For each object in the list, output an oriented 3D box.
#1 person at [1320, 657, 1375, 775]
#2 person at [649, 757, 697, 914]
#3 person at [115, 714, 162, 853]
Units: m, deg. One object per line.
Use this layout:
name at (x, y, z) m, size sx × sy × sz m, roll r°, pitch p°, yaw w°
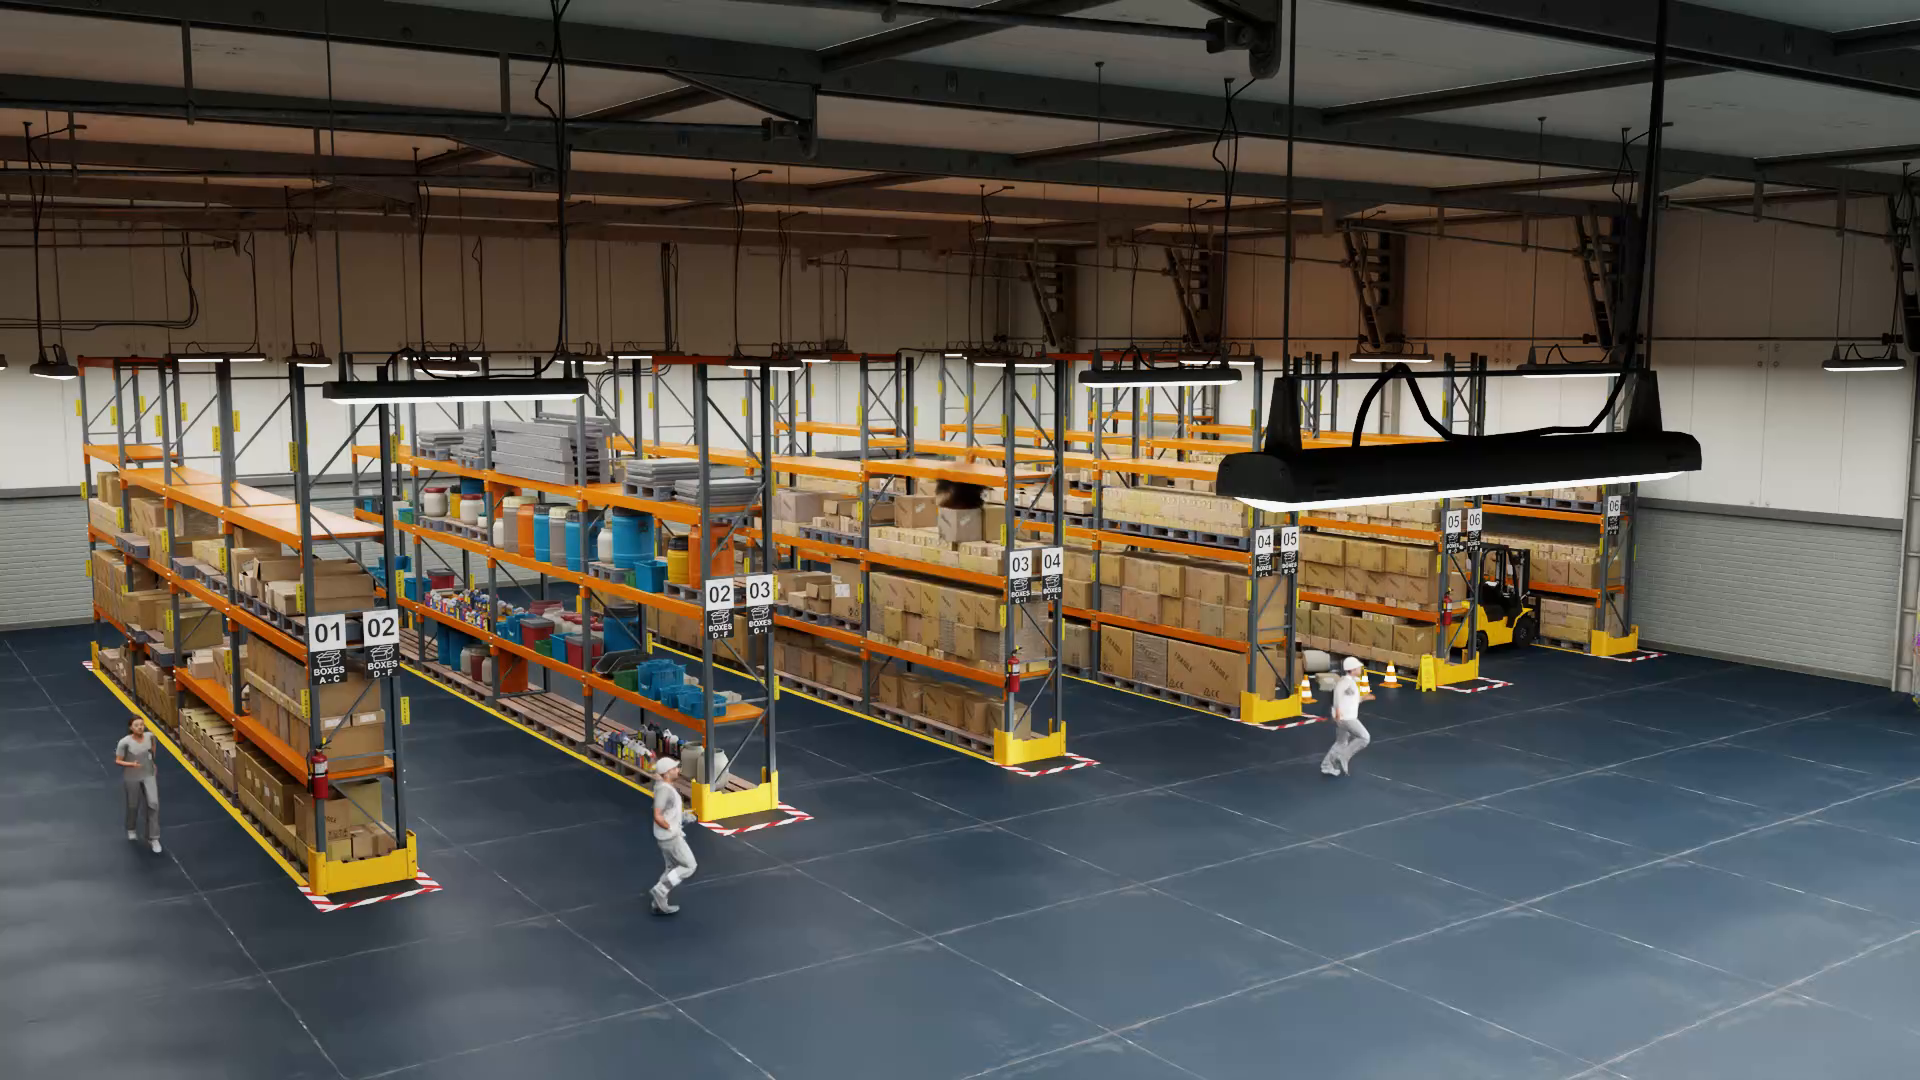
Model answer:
person at (5.606, 2.548, 24.011) m, size 0.766 × 1.723 × 0.690 m, roll 1°, pitch 7°, yaw 5°
person at (-3.155, 3.243, 18.309) m, size 0.570 × 1.739 × 0.634 m, roll -2°, pitch 7°, yaw -17°
person at (-10.234, 2.991, 20.705) m, size 0.518 × 1.696 × 0.887 m, roll -5°, pitch 9°, yaw -38°
